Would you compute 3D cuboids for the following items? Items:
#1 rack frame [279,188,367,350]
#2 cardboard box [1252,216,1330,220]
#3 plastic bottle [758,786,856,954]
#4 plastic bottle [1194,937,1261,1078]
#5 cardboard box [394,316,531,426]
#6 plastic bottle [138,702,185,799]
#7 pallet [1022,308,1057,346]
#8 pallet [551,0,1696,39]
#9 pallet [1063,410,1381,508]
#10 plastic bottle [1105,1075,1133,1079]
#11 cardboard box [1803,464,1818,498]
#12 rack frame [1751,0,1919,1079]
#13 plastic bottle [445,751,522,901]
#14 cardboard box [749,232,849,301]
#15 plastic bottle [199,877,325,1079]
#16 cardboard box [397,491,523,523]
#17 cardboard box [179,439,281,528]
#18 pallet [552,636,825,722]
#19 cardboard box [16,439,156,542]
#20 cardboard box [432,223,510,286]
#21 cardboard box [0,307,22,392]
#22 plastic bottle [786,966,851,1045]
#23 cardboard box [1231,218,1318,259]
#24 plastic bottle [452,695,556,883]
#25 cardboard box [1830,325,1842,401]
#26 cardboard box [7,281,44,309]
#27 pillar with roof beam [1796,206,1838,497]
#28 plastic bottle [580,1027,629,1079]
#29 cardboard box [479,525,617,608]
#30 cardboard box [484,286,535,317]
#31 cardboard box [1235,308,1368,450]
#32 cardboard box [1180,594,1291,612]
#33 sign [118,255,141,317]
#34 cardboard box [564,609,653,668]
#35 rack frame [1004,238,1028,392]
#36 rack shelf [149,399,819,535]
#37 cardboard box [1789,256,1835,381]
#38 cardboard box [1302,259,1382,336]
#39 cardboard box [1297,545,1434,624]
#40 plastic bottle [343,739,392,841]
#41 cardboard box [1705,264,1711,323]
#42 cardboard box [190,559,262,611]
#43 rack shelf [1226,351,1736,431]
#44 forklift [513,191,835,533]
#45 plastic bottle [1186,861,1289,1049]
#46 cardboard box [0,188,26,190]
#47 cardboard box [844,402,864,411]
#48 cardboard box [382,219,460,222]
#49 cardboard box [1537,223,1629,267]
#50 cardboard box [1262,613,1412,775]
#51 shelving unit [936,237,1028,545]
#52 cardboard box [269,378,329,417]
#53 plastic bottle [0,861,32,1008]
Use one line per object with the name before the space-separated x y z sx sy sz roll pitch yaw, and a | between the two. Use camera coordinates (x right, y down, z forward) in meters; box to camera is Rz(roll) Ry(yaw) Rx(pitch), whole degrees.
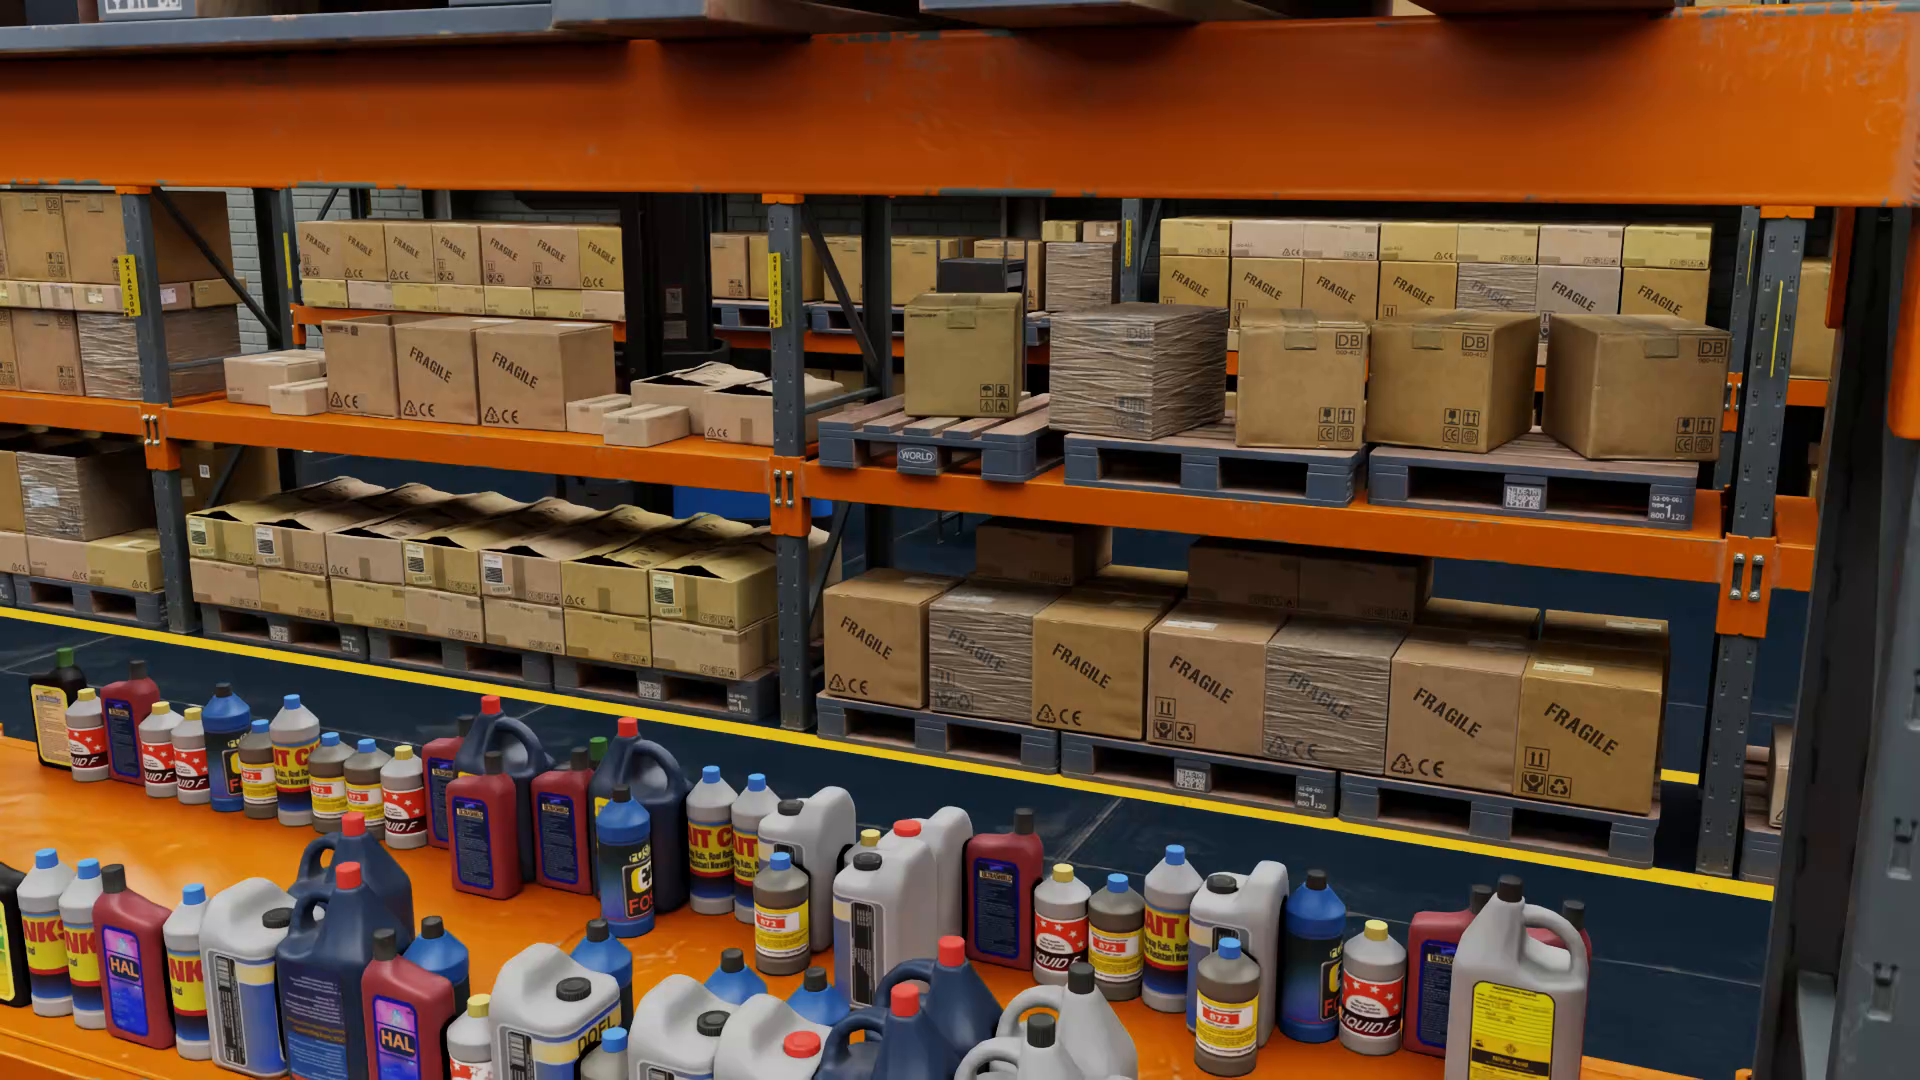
rack frame | -5.908 -2.432 15.554 0.127 3.000 1.000 6 14 23
cardboard box | 2.398 -2.224 12.111 0.500 0.250 0.500 5 14 21
plastic bottle | -0.276 0.578 2.996 0.135 0.276 0.152 6 14 23
plastic bottle | 0.414 0.716 2.574 0.097 0.201 0.097 0 13 0
cardboard box | -2.618 -0.906 8.832 0.500 0.500 0.500 6 14 23
plastic bottle | -1.754 0.458 3.671 0.097 0.201 0.097 0 13 0
pallet | 0.712 -1.642 12.608 1.003 0.211 1.213 6 14 23
pallet | 0.295 -0.673 1.905 1.003 0.211 1.213 6 14 23
pallet | 1.184 -0.385 7.248 1.213 0.211 1.003 6 14 23
plastic bottle | 0.226 0.805 2.030 0.135 0.276 0.152 6 14 23
cardboard box | 5.706 -0.219 10.674 0.500 0.500 0.700 6 14 24
rack frame | 1.050 0.748 2.001 0.053 2.616 0.949 6 14 23
plastic bottle | -0.908 0.535 3.163 0.133 0.283 0.061 6 14 23
cardboard box | -1.291 -2.218 13.457 0.500 0.500 0.700 7 15 29
plastic bottle | -1.073 0.673 2.590 0.135 0.276 0.152 6 14 23
cardboard box | -2.834 -0.095 9.465 0.500 0.311 0.500 6 14 23
cardboard box | -4.551 -0.366 10.208 0.500 0.500 0.500 6 14 23
pallet | -1.333 0.616 8.667 1.213 0.211 1.003 6 14 23
cardboard box | -5.219 -0.304 9.942 0.500 0.500 0.500 6 14 23
cardboard box | -4.199 -2.485 14.422 0.500 0.500 0.500 6 15 25
cardboard box | -5.604 -1.210 10.128 0.500 0.500 0.700 6 14 24
plastic bottle | -0.202 0.733 2.348 0.097 0.271 0.097 0 13 0
cardboard box | 2.209 -2.115 11.647 0.500 0.250 0.500 6 14 22
plastic bottle | -0.890 0.479 3.256 0.185 0.351 0.144 6 14 23
cardboard box | 3.378 -0.720 5.850 0.500 0.500 0.500 6 15 25
cardboard box | -5.295 -1.443 9.700 0.250 0.149 0.380 6 14 23
pillar with roof beam | 4.311 -3.459 6.799 0.400 9.000 9.100 6 14 23
plastic bottle | -0.475 0.777 2.312 0.097 0.201 0.097 0 13 0
cardboard box | -2.113 0.113 8.579 0.500 0.311 0.500 6 14 23
cardboard box | -3.725 -2.071 14.297 0.500 0.250 0.500 6 14 23
cardboard box | 1.420 -0.691 6.994 0.500 0.500 0.700 2 13 9
cardboard box | 1.309 0.478 7.658 0.500 0.500 0.500 5 14 21
sign | -4.477 -1.371 8.964 0.005 0.325 0.100 6 14 23
cardboard box | -1.649 0.432 8.445 0.500 0.250 0.500 6 14 23
rack frame | 0.374 -0.984 11.353 0.015 2.100 0.400 6 14 23
rack shelf | -2.425 -0.492 8.860 4.000 0.370 1.077 6 14 23
cardboard box | 5.553 -1.414 10.560 0.700 0.700 0.980 6 14 24
cardboard box | 2.675 -1.700 11.521 0.500 0.500 0.500 6 14 23
cardboard box | 1.803 0.163 7.363 0.500 0.250 0.500 6 14 23
plastic bottle | -1.220 0.512 3.441 0.097 0.201 0.097 0 13 0
cardboard box | 4.745 -1.620 11.180 0.500 0.500 0.500 5 14 21
cardboard box | -3.985 0.196 9.453 0.500 0.250 0.500 5 14 22
rack shelf | 3.235 -1.157 11.693 4.000 0.370 1.077 6 14 23
forklift | -2.388 -1.365 11.156 3.031 2.935 1.130 -1 13 -5
plastic bottle | 0.448 0.651 2.684 0.135 0.276 0.152 6 14 23
cardboard box | -6.038 -1.886 10.169 0.500 0.500 0.700 6 14 23
cardboard box | -0.628 -0.902 13.541 0.500 0.500 0.700 6 14 24
cardboard box | -4.934 -2.686 15.280 0.500 0.500 0.500 6 14 24
cardboard box | 4.070 -1.929 10.856 0.500 0.250 0.500 6 15 24
cardboard box | 1.587 0.636 6.987 0.500 0.500 0.500 6 14 24
shelving unit | 0.151 -1.007 11.450 0.503 2.100 0.431 6 14 23
cardboard box | -3.526 -0.780 9.063 0.250 0.149 0.380 6 14 23
plastic bottle | -1.603 0.628 2.769 0.133 0.283 0.061 6 14 23
